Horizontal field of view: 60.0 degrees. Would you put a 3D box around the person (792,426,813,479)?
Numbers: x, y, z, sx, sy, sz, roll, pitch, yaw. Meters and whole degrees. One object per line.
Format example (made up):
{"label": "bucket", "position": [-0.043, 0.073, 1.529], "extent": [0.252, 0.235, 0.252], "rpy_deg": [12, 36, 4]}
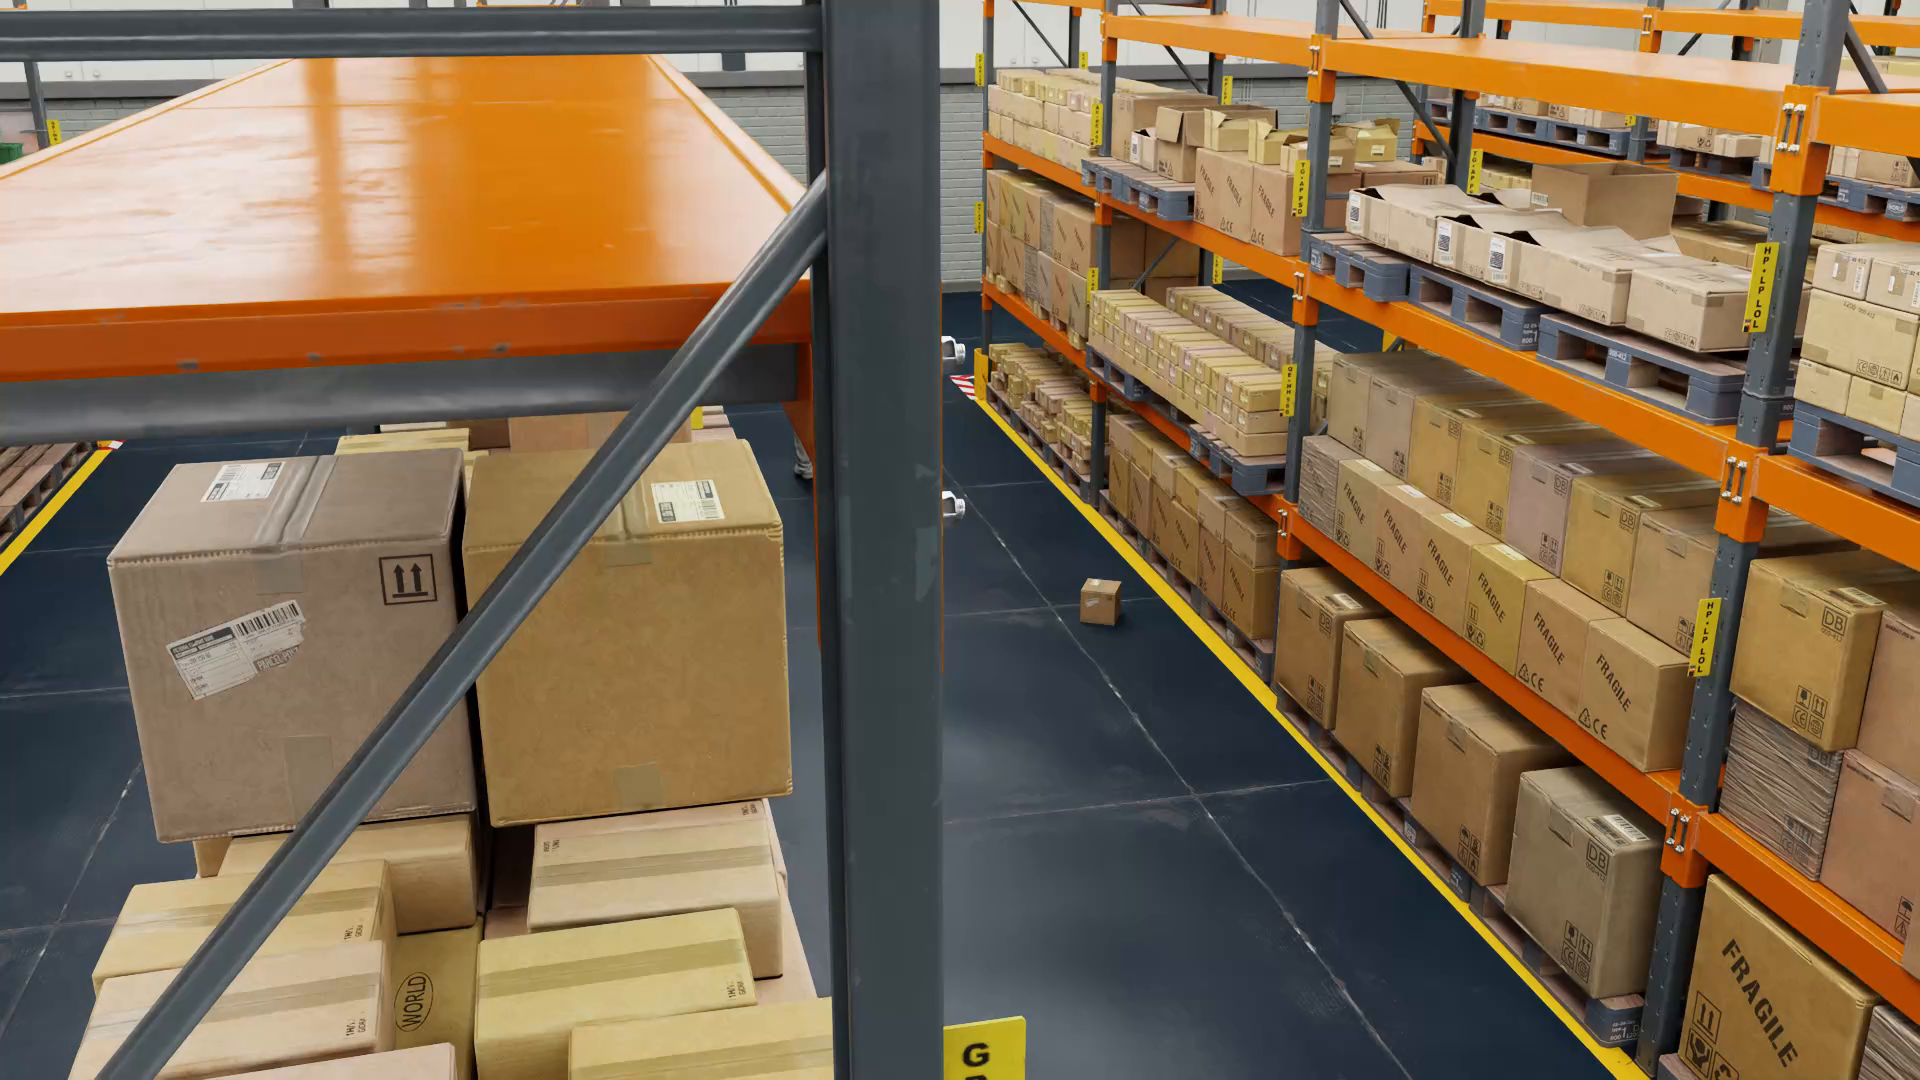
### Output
{"label": "person", "position": [-1.394, -1.439, 15.055], "extent": [0.548, 1.776, 0.476], "rpy_deg": [-8, 21, -21]}
